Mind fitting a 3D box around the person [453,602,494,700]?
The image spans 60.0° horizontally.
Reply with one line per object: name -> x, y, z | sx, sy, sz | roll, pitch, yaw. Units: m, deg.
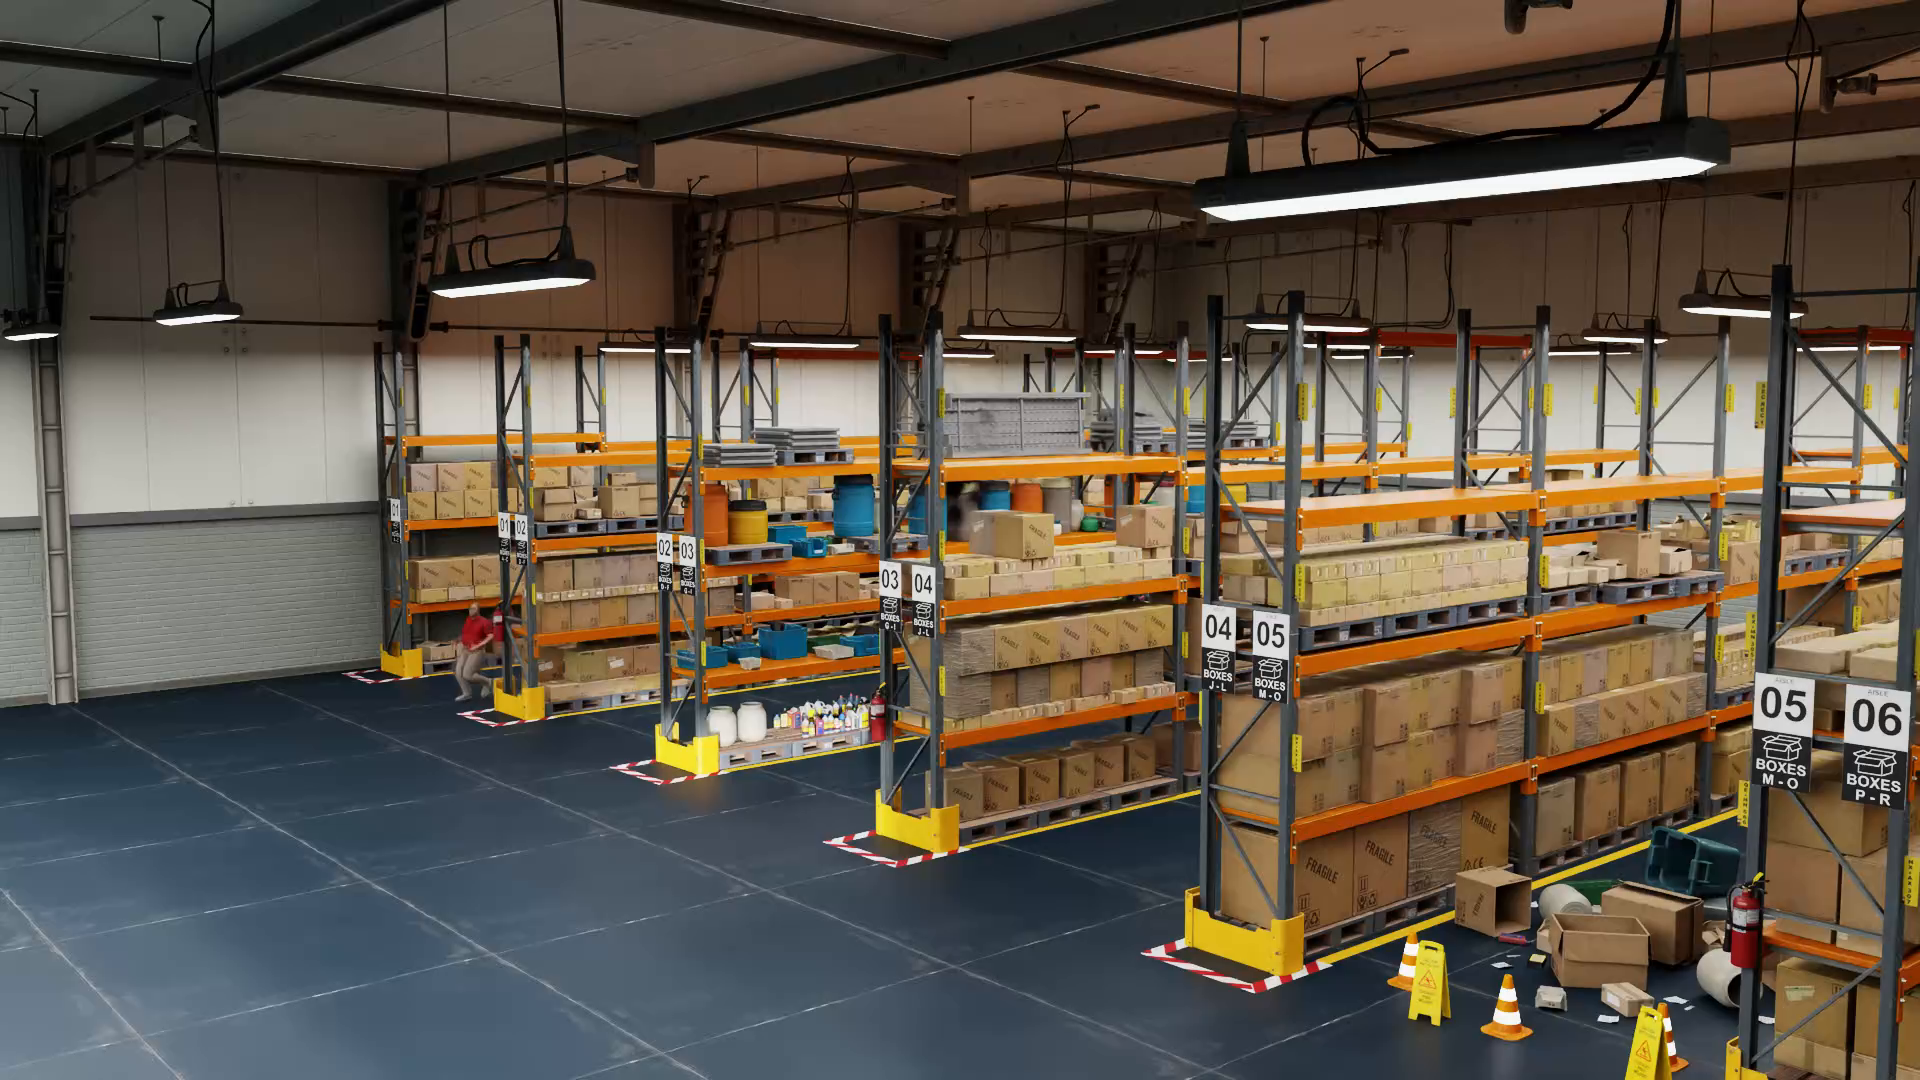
person -> -8.025, 1.844, 27.501 | 0.668, 1.644, 0.580 | 4, 6, 36
